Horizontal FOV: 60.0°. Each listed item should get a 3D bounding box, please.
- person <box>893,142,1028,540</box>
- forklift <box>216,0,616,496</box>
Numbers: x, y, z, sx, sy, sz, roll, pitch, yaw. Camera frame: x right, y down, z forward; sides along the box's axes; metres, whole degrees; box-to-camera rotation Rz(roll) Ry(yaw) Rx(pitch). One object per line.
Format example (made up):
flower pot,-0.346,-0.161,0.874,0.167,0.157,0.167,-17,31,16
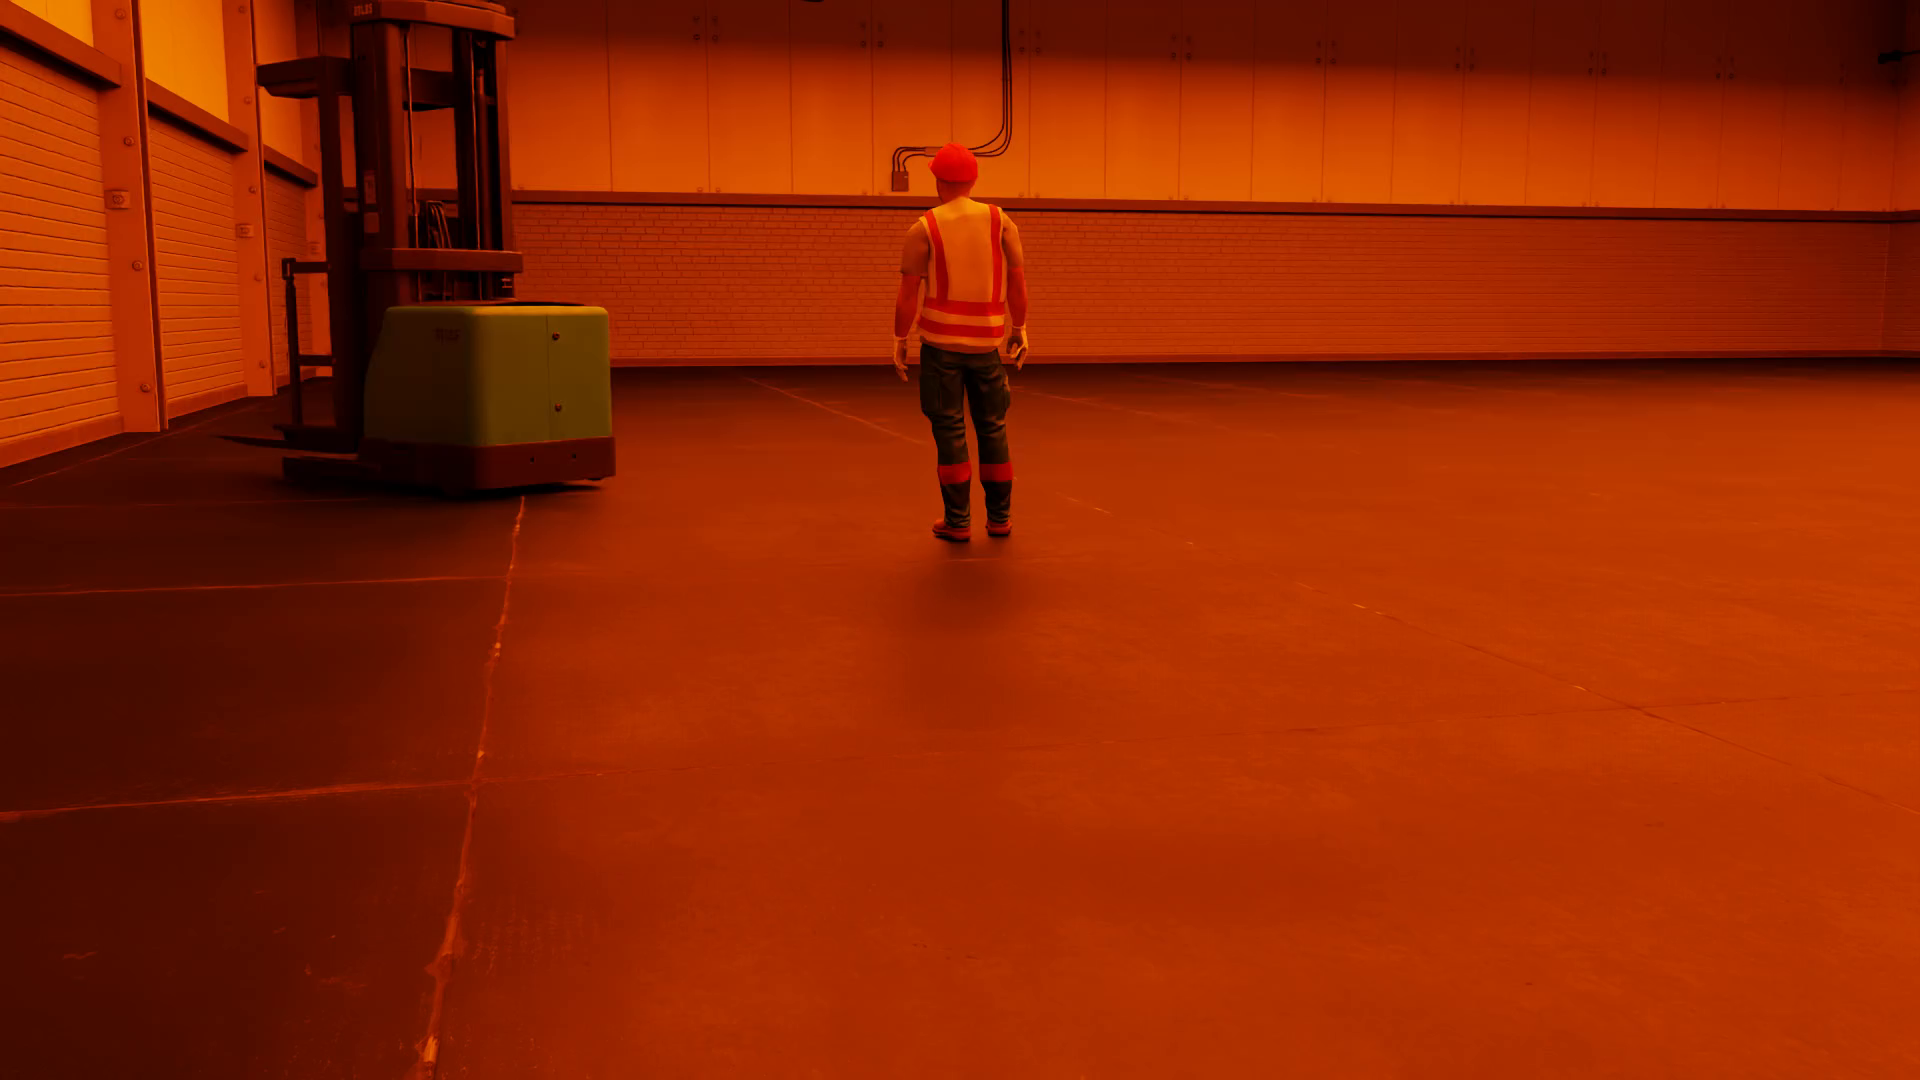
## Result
person,-0.006,-0.905,7.662,0.637,1.787,0.564,-2,8,-13
forklift,-3.538,-1.836,10.246,3.031,2.935,1.130,6,10,37
